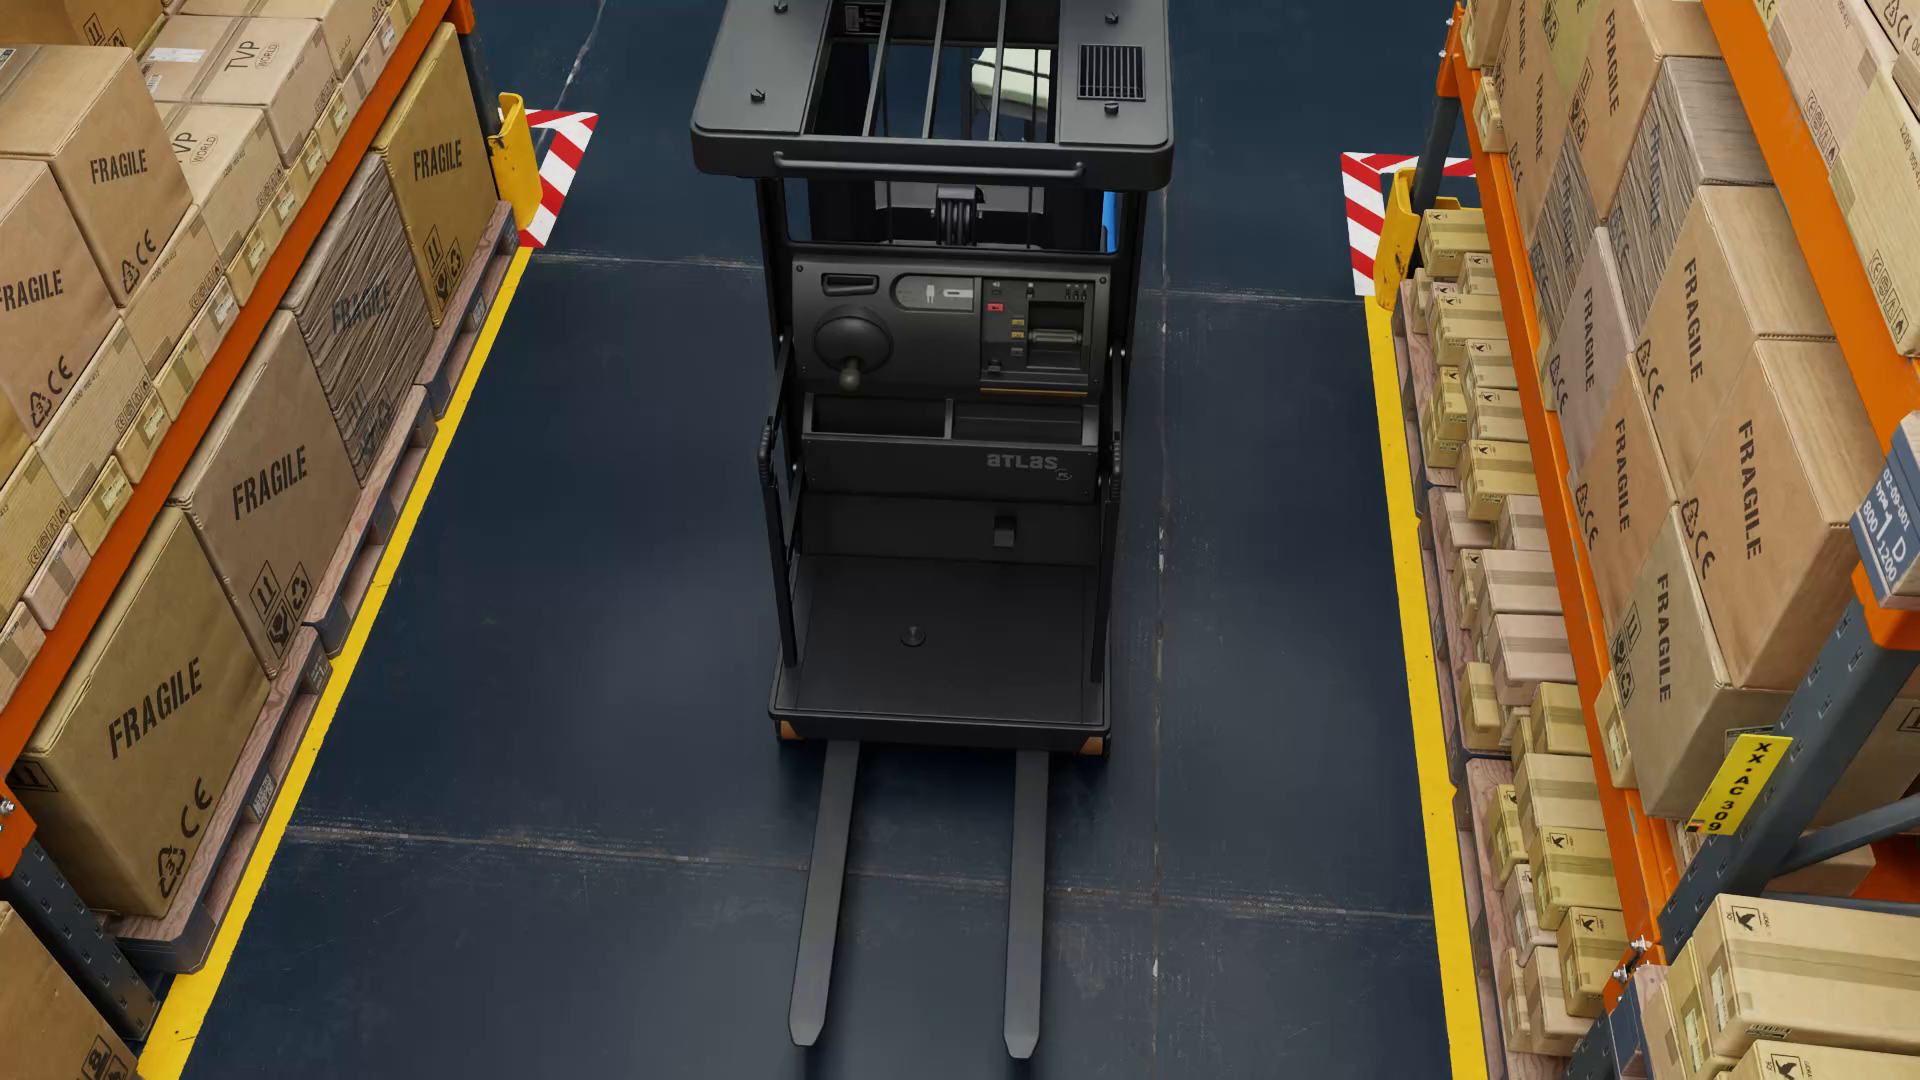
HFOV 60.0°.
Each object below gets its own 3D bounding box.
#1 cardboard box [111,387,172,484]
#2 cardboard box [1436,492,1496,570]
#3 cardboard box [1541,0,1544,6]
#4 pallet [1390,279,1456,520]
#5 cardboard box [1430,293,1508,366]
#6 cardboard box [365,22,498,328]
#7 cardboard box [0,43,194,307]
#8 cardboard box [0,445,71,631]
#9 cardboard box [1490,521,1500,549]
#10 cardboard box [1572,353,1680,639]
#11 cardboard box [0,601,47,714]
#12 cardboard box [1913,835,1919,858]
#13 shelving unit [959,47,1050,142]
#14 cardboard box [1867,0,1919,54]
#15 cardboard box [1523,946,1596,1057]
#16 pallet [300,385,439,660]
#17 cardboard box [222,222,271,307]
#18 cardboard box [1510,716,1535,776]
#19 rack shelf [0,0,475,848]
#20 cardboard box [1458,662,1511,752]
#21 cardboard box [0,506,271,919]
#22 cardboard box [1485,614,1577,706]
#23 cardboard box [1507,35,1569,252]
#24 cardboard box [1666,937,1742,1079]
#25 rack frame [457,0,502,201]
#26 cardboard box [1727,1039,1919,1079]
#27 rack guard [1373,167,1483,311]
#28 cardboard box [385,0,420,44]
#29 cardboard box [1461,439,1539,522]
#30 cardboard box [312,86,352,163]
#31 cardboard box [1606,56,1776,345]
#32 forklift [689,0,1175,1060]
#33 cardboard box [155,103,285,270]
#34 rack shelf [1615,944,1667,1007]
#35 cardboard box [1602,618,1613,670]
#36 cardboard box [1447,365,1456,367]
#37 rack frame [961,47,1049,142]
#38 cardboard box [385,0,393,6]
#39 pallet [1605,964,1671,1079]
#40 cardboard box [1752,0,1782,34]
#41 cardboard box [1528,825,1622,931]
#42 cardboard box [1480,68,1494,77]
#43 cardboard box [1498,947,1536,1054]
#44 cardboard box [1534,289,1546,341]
[{"bbox_3d":[-2.465,-0.301,4.663,0.380,0.149,0.250,3,48,2],"label":"cardboard box"},{"bbox_3d":[1.908,-0.026,5.889,0.380,0.149,0.250,2,48,2],"label":"cardboard box"},{"bbox_3d":[2.057,-1.931,5.036,0.500,0.500,0.500,5,48,5],"label":"cardboard box"},{"bbox_3d":[2.286,-0.551,6.611,1.003,0.211,1.213,4,48,4],"label":"pallet"},{"bbox_3d":[1.960,-0.773,6.169,0.380,0.149,0.250,4,48,3],"label":"cardboard box"},{"bbox_3d":[-2.506,-1.499,6.744,0.875,0.875,0.875,4,48,4],"label":"cardboard box"},{"bbox_3d":[-2.499,-0.993,4.517,0.500,0.500,0.500,3,48,2],"label":"cardboard box"},{"bbox_3d":[-2.589,0.012,4.107,0.500,0.250,0.500,3,48,3],"label":"cardboard box"},{"bbox_3d":[2.039,-0.087,5.742,0.380,0.149,0.250,6,48,6],"label":"cardboard box"},{"bbox_3d":[1.849,-0.093,4.033,0.500,0.500,0.500,3,48,2],"label":"cardboard box"},{"bbox_3d":[-2.534,0.279,4.132,0.380,0.149,0.250,4,48,4],"label":"cardboard box"},{"bbox_3d":[2.389,0.696,3.751,0.380,0.149,0.250,5,48,5],"label":"cardboard box"},{"bbox_3d":[0.326,-1.483,6.590,0.431,1.500,0.755,16,49,14],"label":"shelving unit"},{"bbox_3d":[1.886,-1.071,2.927,0.500,0.250,0.500,2,48,2],"label":"cardboard box"},{"bbox_3d":[1.750,1.264,4.507,0.380,0.149,0.250,5,48,4],"label":"cardboard box"},{"bbox_3d":[-2.637,-0.122,6.219,1.003,0.211,1.213,4,48,4],"label":"pallet"},{"bbox_3d":[-2.394,-0.867,5.180,0.380,0.149,0.250,3,48,2],"label":"cardboard box"},{"bbox_3d":[1.890,0.689,5.033,0.380,0.149,0.250,4,48,4],"label":"cardboard box"},{"bbox_3d":[-2.710,-0.838,5.471,1.077,0.370,4.000,4,48,4],"label":"rack shelf"},{"bbox_3d":[1.828,0.546,5.366,0.380,0.149,0.250,4,48,3],"label":"cardboard box"},{"bbox_3d":[-2.753,0.485,4.929,0.875,0.875,0.875,4,48,4],"label":"cardboard box"},{"bbox_3d":[1.844,0.373,5.120,0.380,0.149,0.250,2,48,2],"label":"cardboard box"},{"bbox_3d":[2.006,-1.211,5.056,0.500,0.500,0.500,4,48,4],"label":"cardboard box"},{"bbox_3d":[1.544,0.898,3.080,0.380,0.149,0.250,5,48,4],"label":"cardboard box"},{"bbox_3d":[-2.528,-2.550,6.550,1.000,3.000,0.127,4,48,4],"label":"rack frame"},{"bbox_3d":[1.525,1.003,2.782,0.380,0.149,0.250,5,48,5],"label":"cardboard box"},{"bbox_3d":[2.395,-1.243,7.048,1.175,0.500,0.348,4,48,4],"label":"rack guard"},{"bbox_3d":[-2.254,-1.991,6.208,0.380,0.149,0.250,4,48,4],"label":"cardboard box"},{"bbox_3d":[1.916,-0.192,5.637,0.380,0.149,0.250,5,48,4],"label":"cardboard box"},{"bbox_3d":[-2.324,-1.431,5.696,0.380,0.149,0.250,3,48,3],"label":"cardboard box"},{"bbox_3d":[1.914,-0.794,3.996,0.500,0.500,0.500,5,48,5],"label":"cardboard box"},{"bbox_3d":[-0.040,-0.525,4.744,1.130,2.935,3.031,3,48,2],"label":"forklift"},{"bbox_3d":[-2.444,-1.096,5.120,0.500,0.250,0.500,4,48,4],"label":"cardboard box"},{"bbox_3d":[1.856,2.509,2.410,1.077,0.370,4.000,4,48,4],"label":"rack shelf"},{"bbox_3d":[1.830,0.267,4.143,0.380,0.149,0.250,6,48,5],"label":"cardboard box"},{"bbox_3d":[2.078,-0.578,6.393,0.380,0.149,0.250,4,48,4],"label":"cardboard box"},{"bbox_3d":[0.196,-1.231,6.359,0.400,1.500,0.023,16,49,14],"label":"rack frame"},{"bbox_3d":[-2.308,-2.226,6.153,0.500,0.250,0.500,3,48,3],"label":"cardboard box"},{"bbox_3d":[1.823,1.414,3.054,1.003,0.211,1.213,4,48,4],"label":"pallet"},{"bbox_3d":[1.916,-1.283,3.460,0.500,0.250,0.500,3,48,3],"label":"cardboard box"},{"bbox_3d":[1.795,0.947,4.595,0.380,0.149,0.250,4,48,4],"label":"cardboard box"},{"bbox_3d":[2.064,-1.652,5.898,0.380,0.149,0.250,5,48,5],"label":"cardboard box"},{"bbox_3d":[1.734,1.306,4.670,0.380,0.149,0.250,4,48,4],"label":"cardboard box"},{"bbox_3d":[1.955,-0.692,5.020,0.380,0.149,0.250,5,48,5],"label":"cardboard box"}]
